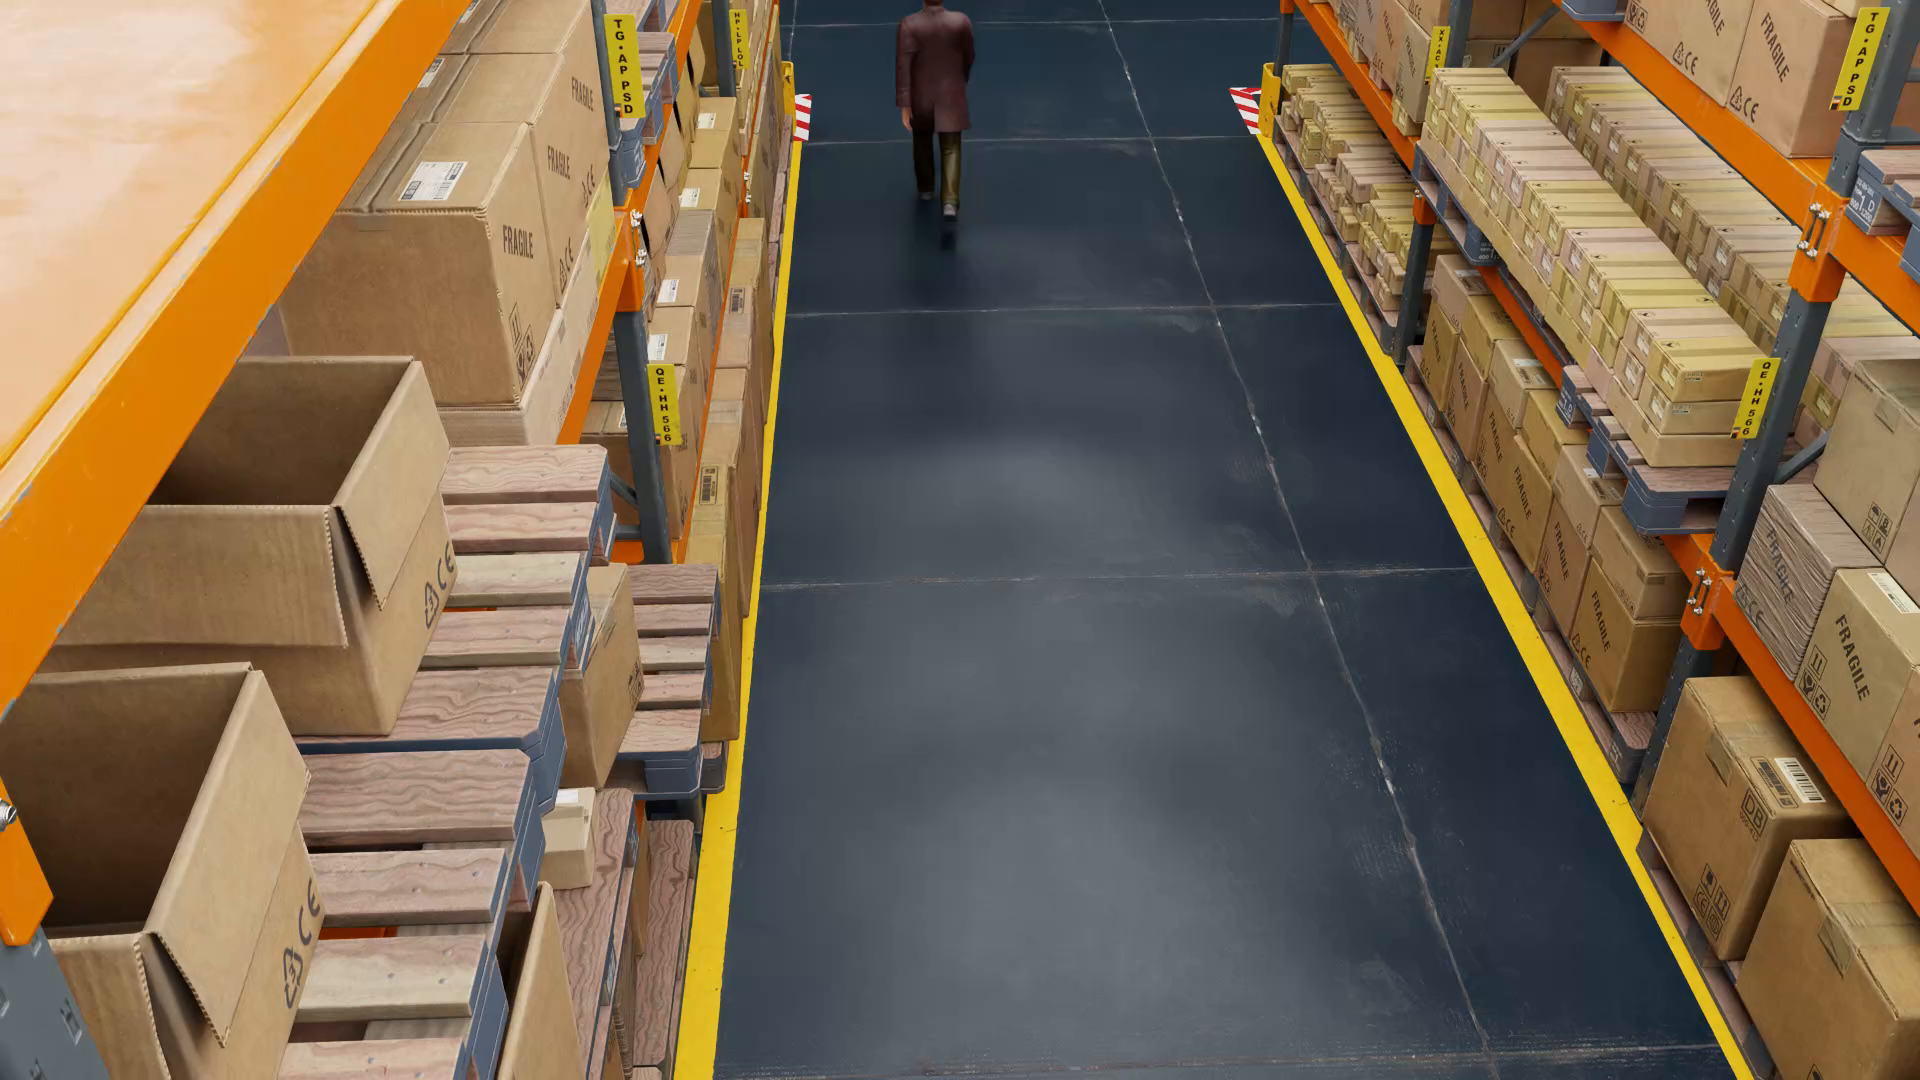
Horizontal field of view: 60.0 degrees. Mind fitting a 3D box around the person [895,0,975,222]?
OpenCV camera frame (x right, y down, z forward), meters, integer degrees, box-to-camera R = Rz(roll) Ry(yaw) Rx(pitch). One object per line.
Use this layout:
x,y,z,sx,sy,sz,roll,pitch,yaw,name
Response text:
-0.172,-3.132,11.727,0.559,1.734,1.102,0,35,0,person
